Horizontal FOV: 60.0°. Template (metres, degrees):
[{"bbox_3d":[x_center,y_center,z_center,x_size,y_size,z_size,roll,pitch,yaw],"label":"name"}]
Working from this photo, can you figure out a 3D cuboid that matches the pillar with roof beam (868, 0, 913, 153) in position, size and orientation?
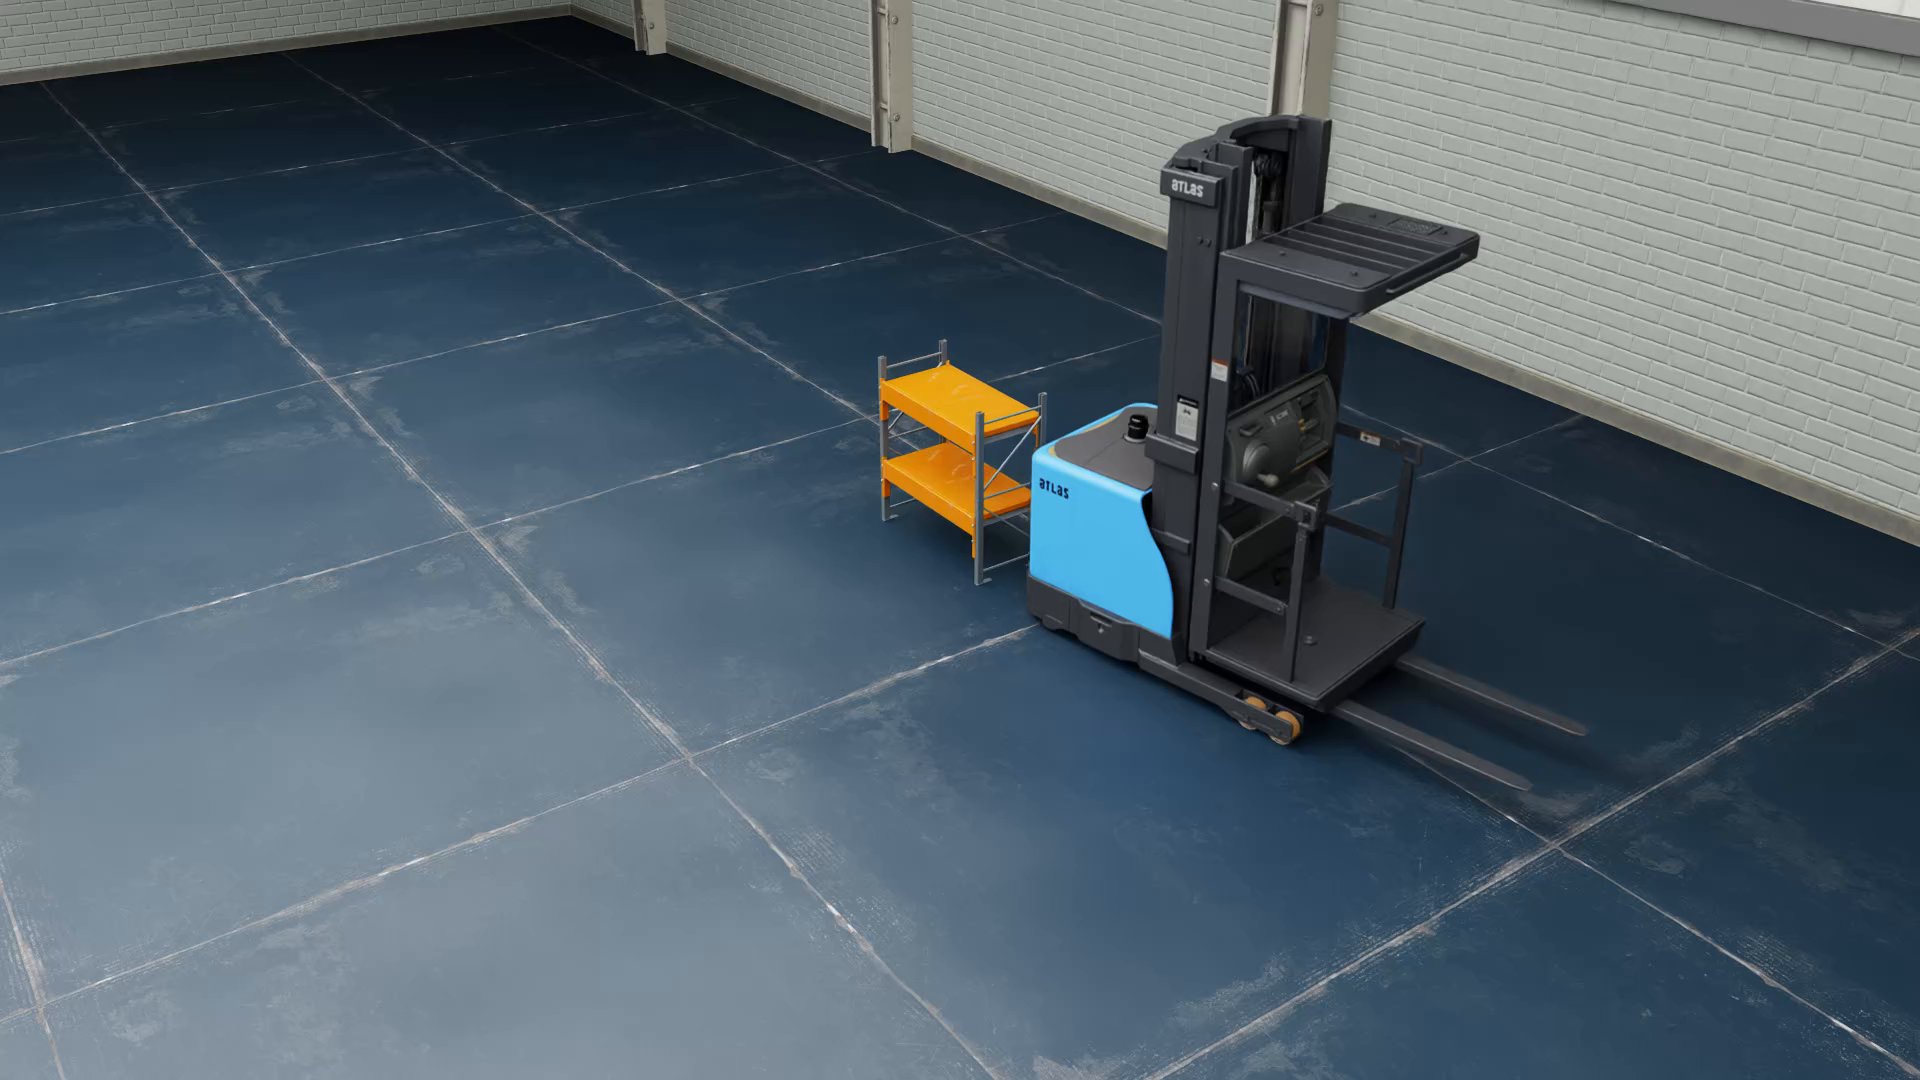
[{"bbox_3d":[-4.258,-7.146,14.205,9.100,9.000,0.400,-19,34,-31],"label":"pillar with roof beam"}]

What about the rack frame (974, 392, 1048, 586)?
[{"bbox_3d":[0.299,-0.294,9.839,0.500,1.125,0.032,-19,34,-31],"label":"rack frame"}]

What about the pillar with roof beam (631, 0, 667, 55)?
[{"bbox_3d":[-7.738,-9.478,18.500,9.100,9.000,0.400,-19,34,-31],"label":"pillar with roof beam"}]

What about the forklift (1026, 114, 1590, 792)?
[{"bbox_3d":[1.799,-0.520,8.363,3.031,2.935,1.130,24,37,37],"label":"forklift"}]

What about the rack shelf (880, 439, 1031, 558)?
[{"bbox_3d":[0.004,-0.277,10.320,0.538,0.278,1.000,-19,34,-31],"label":"rack shelf"}]

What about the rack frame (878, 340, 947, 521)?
[{"bbox_3d":[-0.291,-0.689,10.567,0.500,1.125,0.032,-19,34,-31],"label":"rack frame"}]

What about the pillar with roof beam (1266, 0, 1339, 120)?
[{"bbox_3d":[-0.778,-4.813,9.910,9.100,9.000,0.400,-19,34,-31],"label":"pillar with roof beam"}]

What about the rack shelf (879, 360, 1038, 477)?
[{"bbox_3d":[0.004,-0.749,10.064,0.538,0.278,1.000,-19,34,-31],"label":"rack shelf"}]

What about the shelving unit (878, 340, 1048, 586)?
[{"bbox_3d":[0.004,-0.492,10.203,0.538,1.125,1.048,-19,34,-31],"label":"shelving unit"}]
